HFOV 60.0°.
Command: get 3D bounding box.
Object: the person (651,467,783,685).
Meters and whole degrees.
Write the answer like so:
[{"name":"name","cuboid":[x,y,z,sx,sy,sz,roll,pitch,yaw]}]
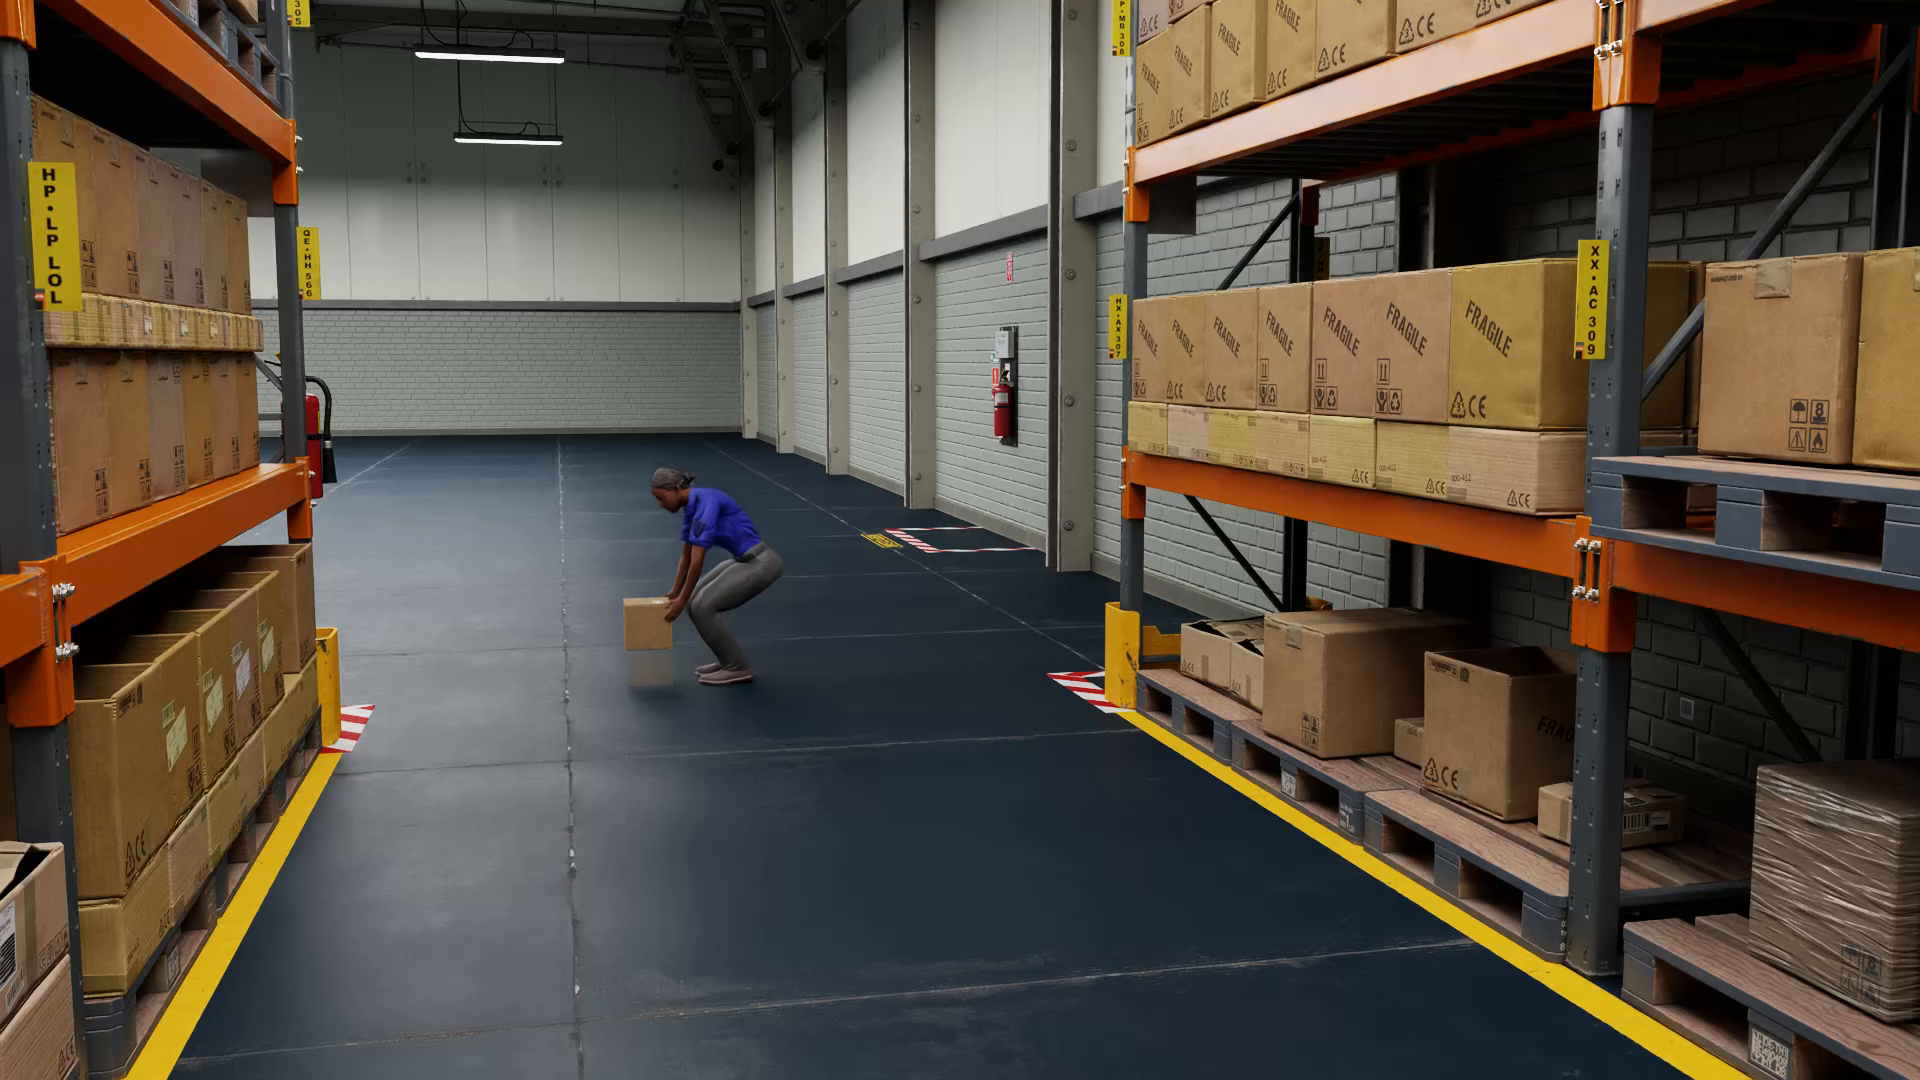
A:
[{"name":"person","cuboid":[-1.329,0.188,9.146,0.716,1.195,0.497,-2,6,-14]}]
